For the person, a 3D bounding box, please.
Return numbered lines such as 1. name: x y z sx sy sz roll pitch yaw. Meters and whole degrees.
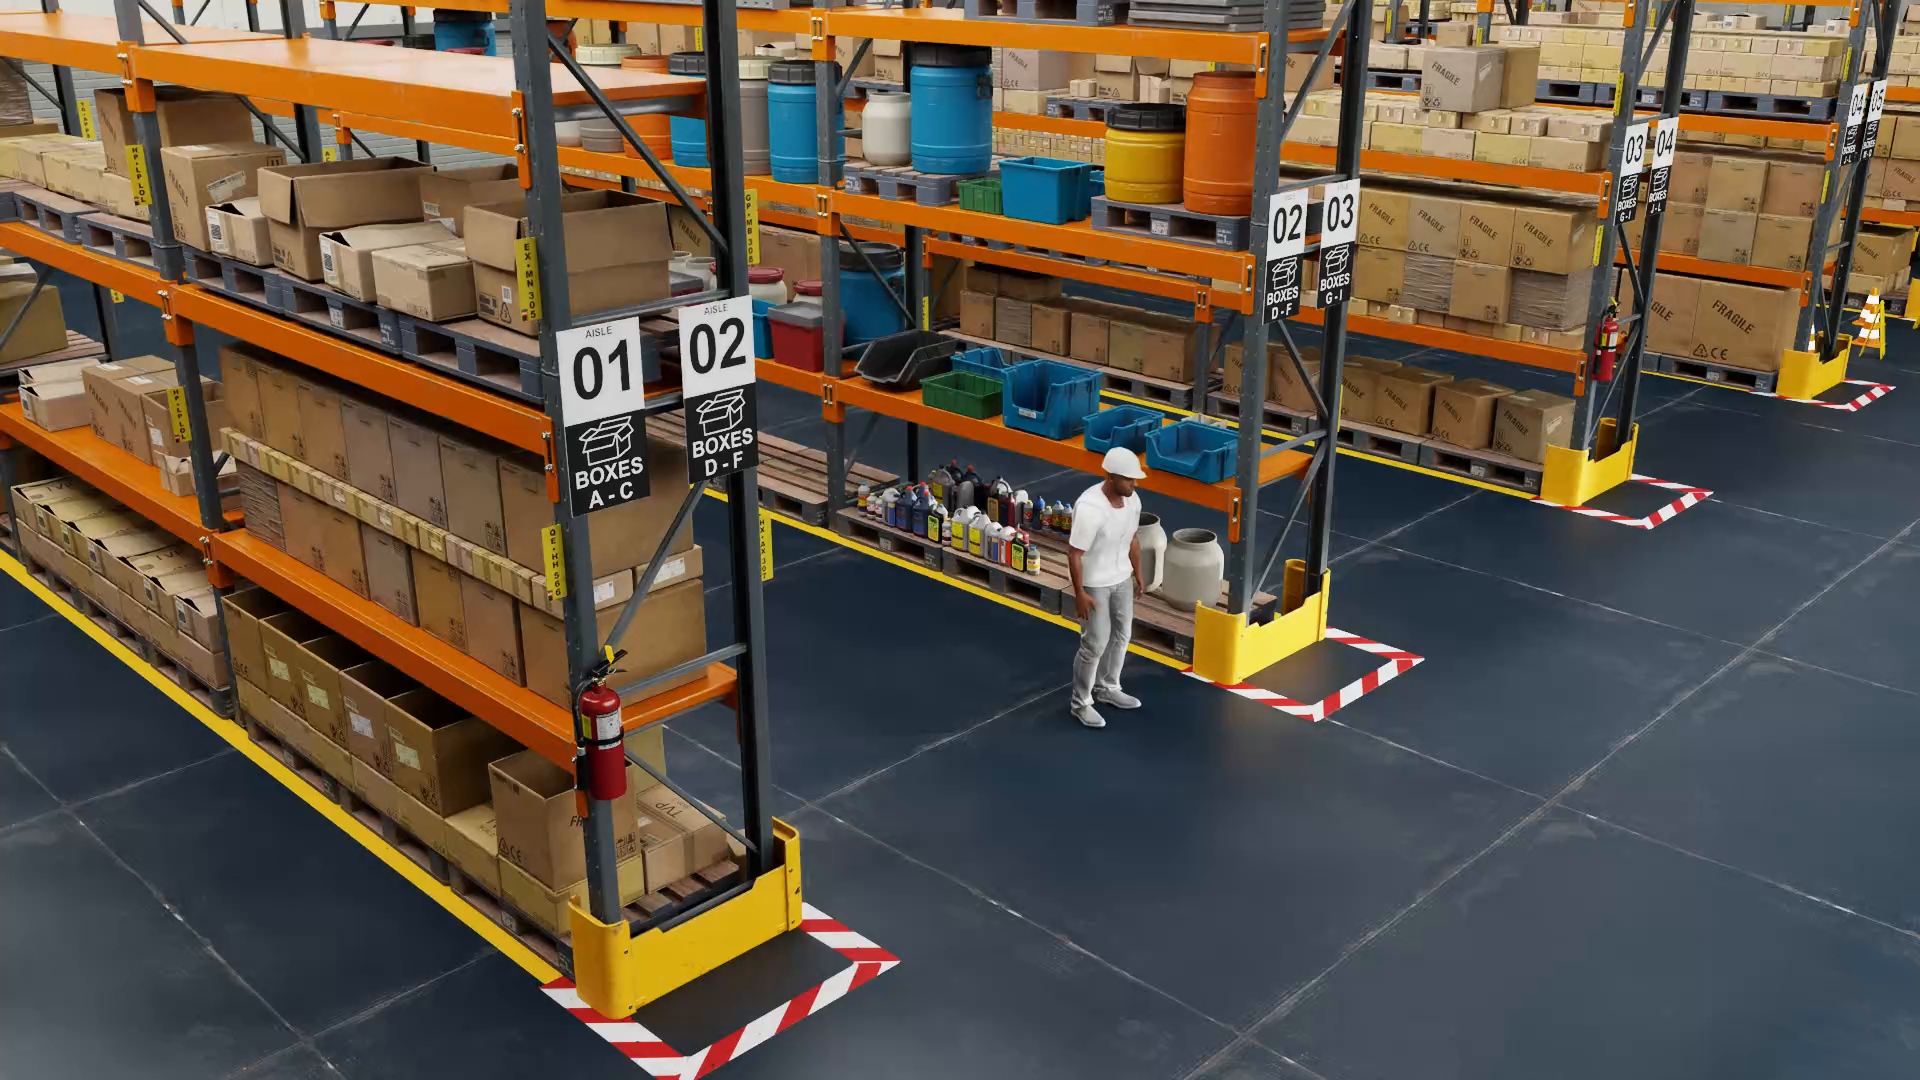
1. person: 0.920 0.263 10.347 0.456 1.761 0.628 19 28 41
